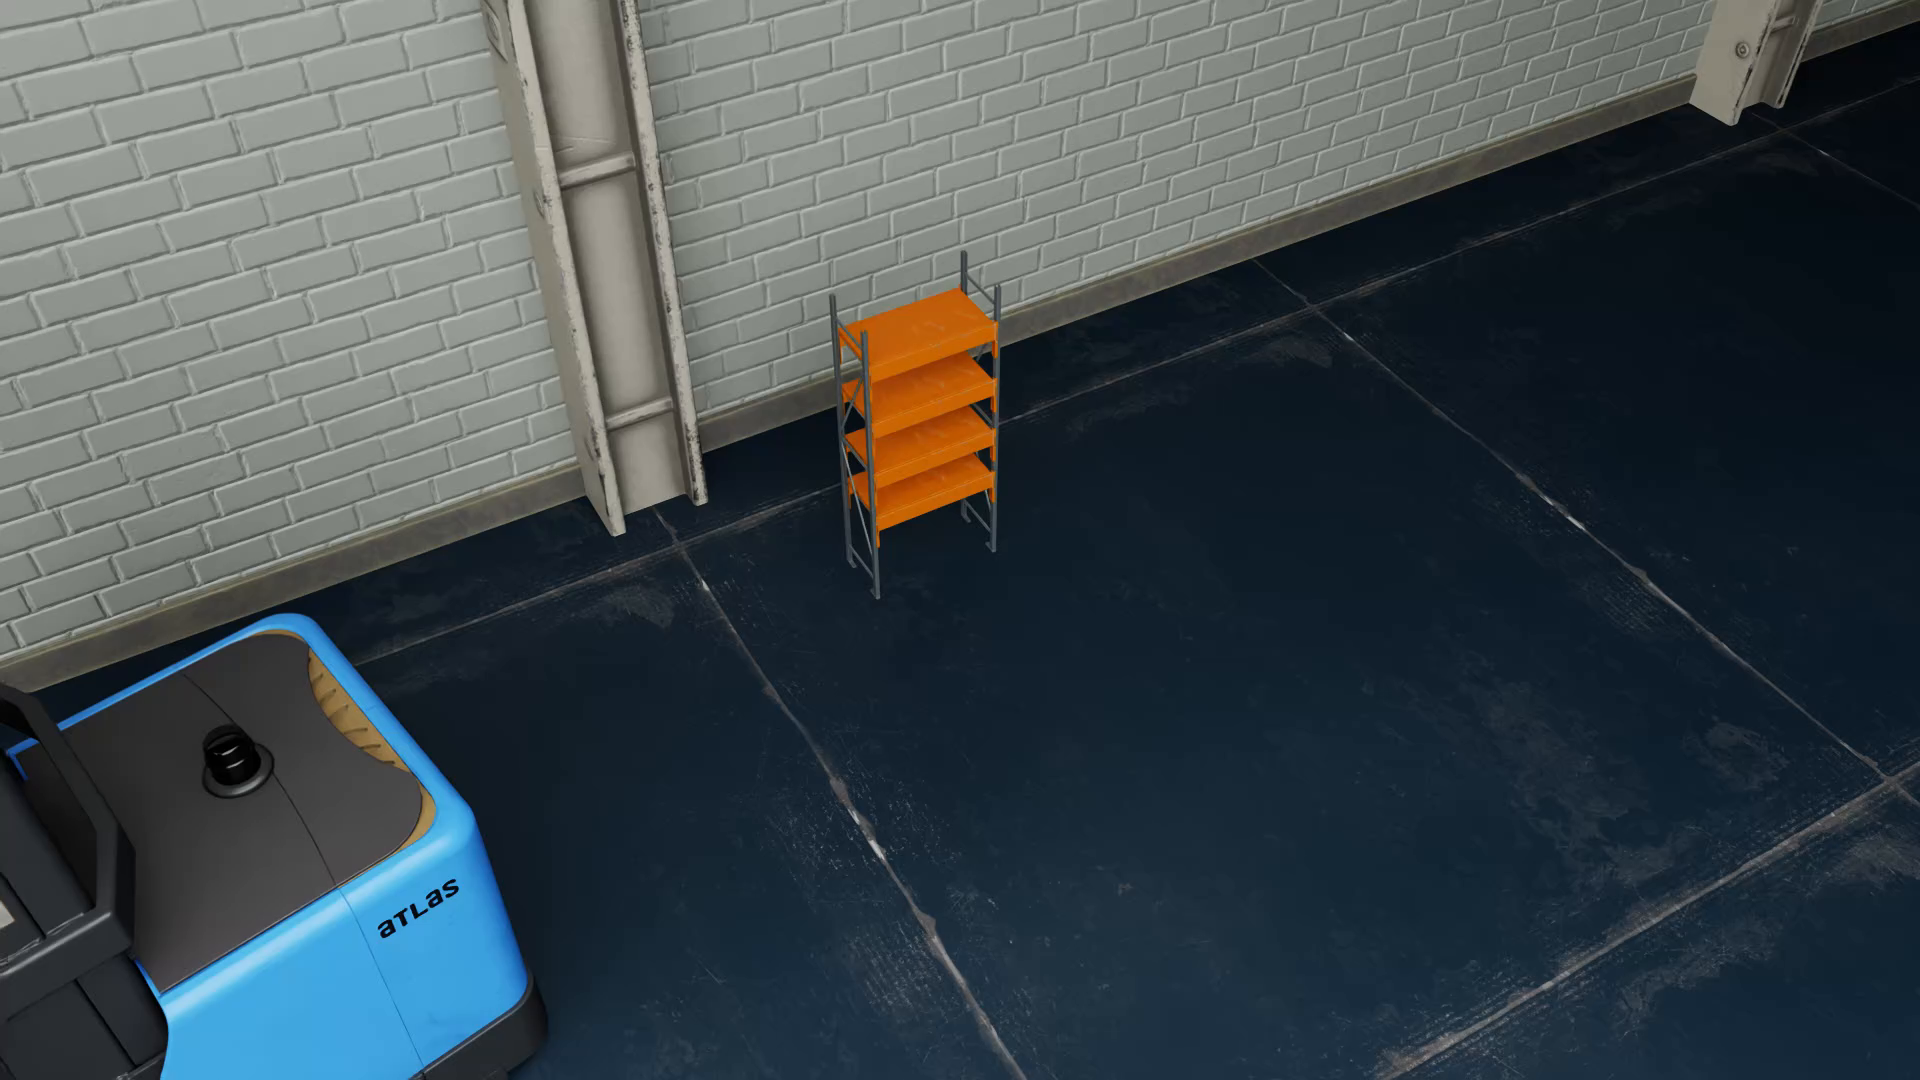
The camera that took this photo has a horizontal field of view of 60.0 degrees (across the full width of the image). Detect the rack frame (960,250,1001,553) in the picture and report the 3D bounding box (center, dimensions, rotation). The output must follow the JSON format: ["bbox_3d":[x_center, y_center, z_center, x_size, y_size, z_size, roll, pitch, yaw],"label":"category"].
[{"bbox_3d":[0.068,-0.458,5.860,0.015,1.200,0.240,-22,48,-21],"label":"rack frame"}]

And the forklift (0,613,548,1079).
[{"bbox_3d":[-2.605,0.824,3.297,3.031,2.935,1.130,-32,52,-28],"label":"forklift"}]

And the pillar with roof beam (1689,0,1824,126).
[{"bbox_3d":[6.134,-2.884,2.761,0.400,9.000,9.100,-22,48,-21],"label":"pillar with roof beam"}]

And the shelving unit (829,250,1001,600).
[{"bbox_3d":[-0.144,-0.373,5.773,0.503,1.200,0.258,-22,48,-21],"label":"shelving unit"}]

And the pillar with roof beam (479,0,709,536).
[{"bbox_3d":[0.932,-0.803,0.616,0.400,9.000,9.100,-22,48,-21],"label":"pillar with roof beam"}]

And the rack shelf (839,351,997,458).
[{"bbox_3d":[-0.144,-0.485,5.664,0.480,0.148,0.258,-22,48,-21],"label":"rack shelf"}]

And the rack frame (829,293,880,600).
[{"bbox_3d":[-0.355,-0.288,5.686,0.015,1.200,0.240,-22,48,-21],"label":"rack frame"}]

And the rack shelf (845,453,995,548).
[{"bbox_3d":[-0.144,-0.182,5.958,0.480,0.148,0.258,-22,48,-21],"label":"rack shelf"}]

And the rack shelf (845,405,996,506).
[{"bbox_3d":[-0.144,-0.325,5.820,0.480,0.148,0.258,-22,48,-21],"label":"rack shelf"}]

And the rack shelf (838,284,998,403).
[{"bbox_3d":[-0.144,-0.655,5.499,0.480,0.148,0.258,-22,48,-21],"label":"rack shelf"}]
